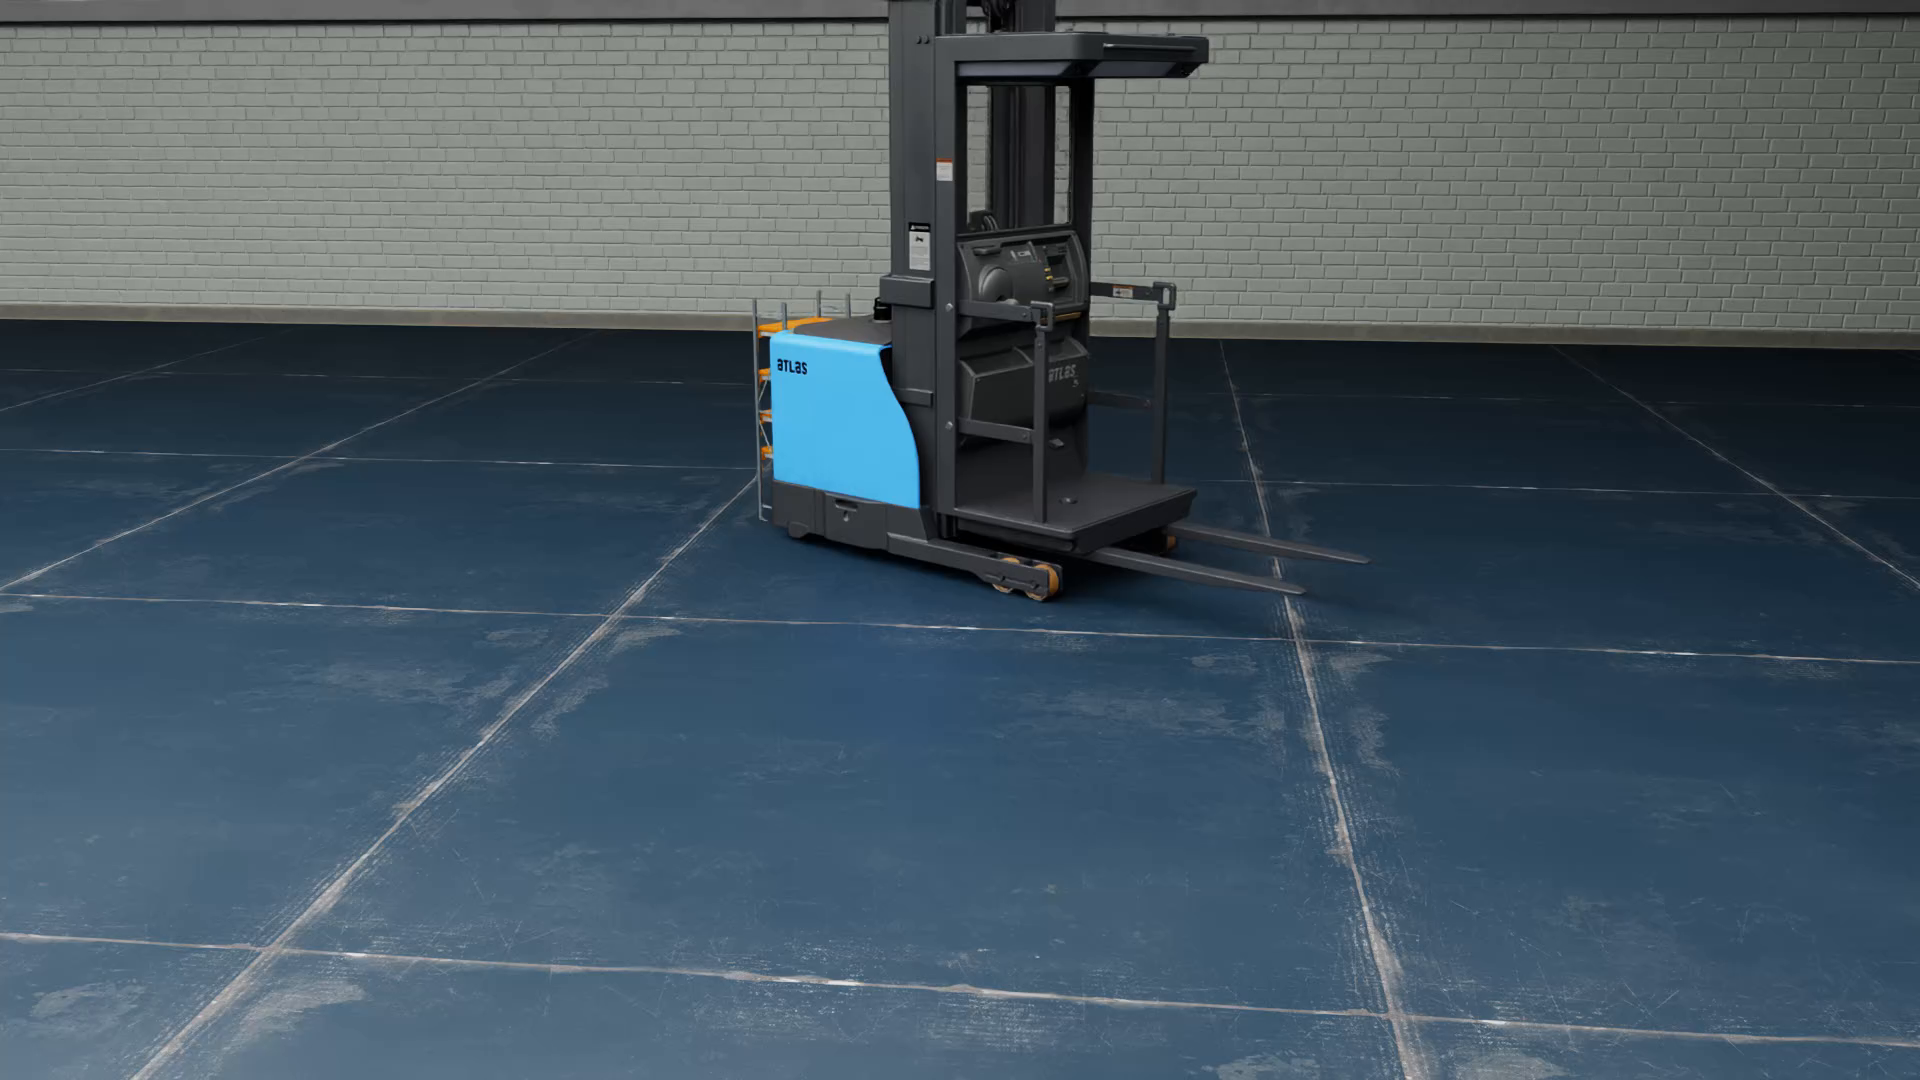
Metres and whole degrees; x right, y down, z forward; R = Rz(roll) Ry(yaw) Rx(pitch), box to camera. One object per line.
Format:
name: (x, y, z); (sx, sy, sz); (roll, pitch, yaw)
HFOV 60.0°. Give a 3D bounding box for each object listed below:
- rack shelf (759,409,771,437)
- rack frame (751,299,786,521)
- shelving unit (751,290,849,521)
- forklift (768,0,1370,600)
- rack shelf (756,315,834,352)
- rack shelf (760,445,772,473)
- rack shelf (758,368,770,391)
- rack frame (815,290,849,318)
rack shelf: (-0.851, -0.657, 9.050); (0.258, 0.148, 0.480); (12, 19, 37)
rack frame: (-1.004, -0.672, 8.849); (0.240, 1.200, 0.015); (12, 19, 37)
shelving unit: (-0.851, -0.722, 9.032); (0.258, 1.200, 0.503); (12, 19, 37)
forklift: (0.465, -1.293, 7.830); (3.031, 2.935, 1.130); (12, 19, 38)
rack shelf: (-0.851, -1.101, 8.930); (0.258, 0.148, 0.480); (12, 19, 37)
rack shelf: (-0.851, -0.465, 9.102); (0.258, 0.148, 0.480); (12, 19, 37)
rack shelf: (-0.851, -0.873, 8.992); (0.258, 0.148, 0.480); (12, 19, 37)
rack frame: (-0.698, -0.771, 9.216); (0.240, 1.200, 0.015); (12, 19, 37)
